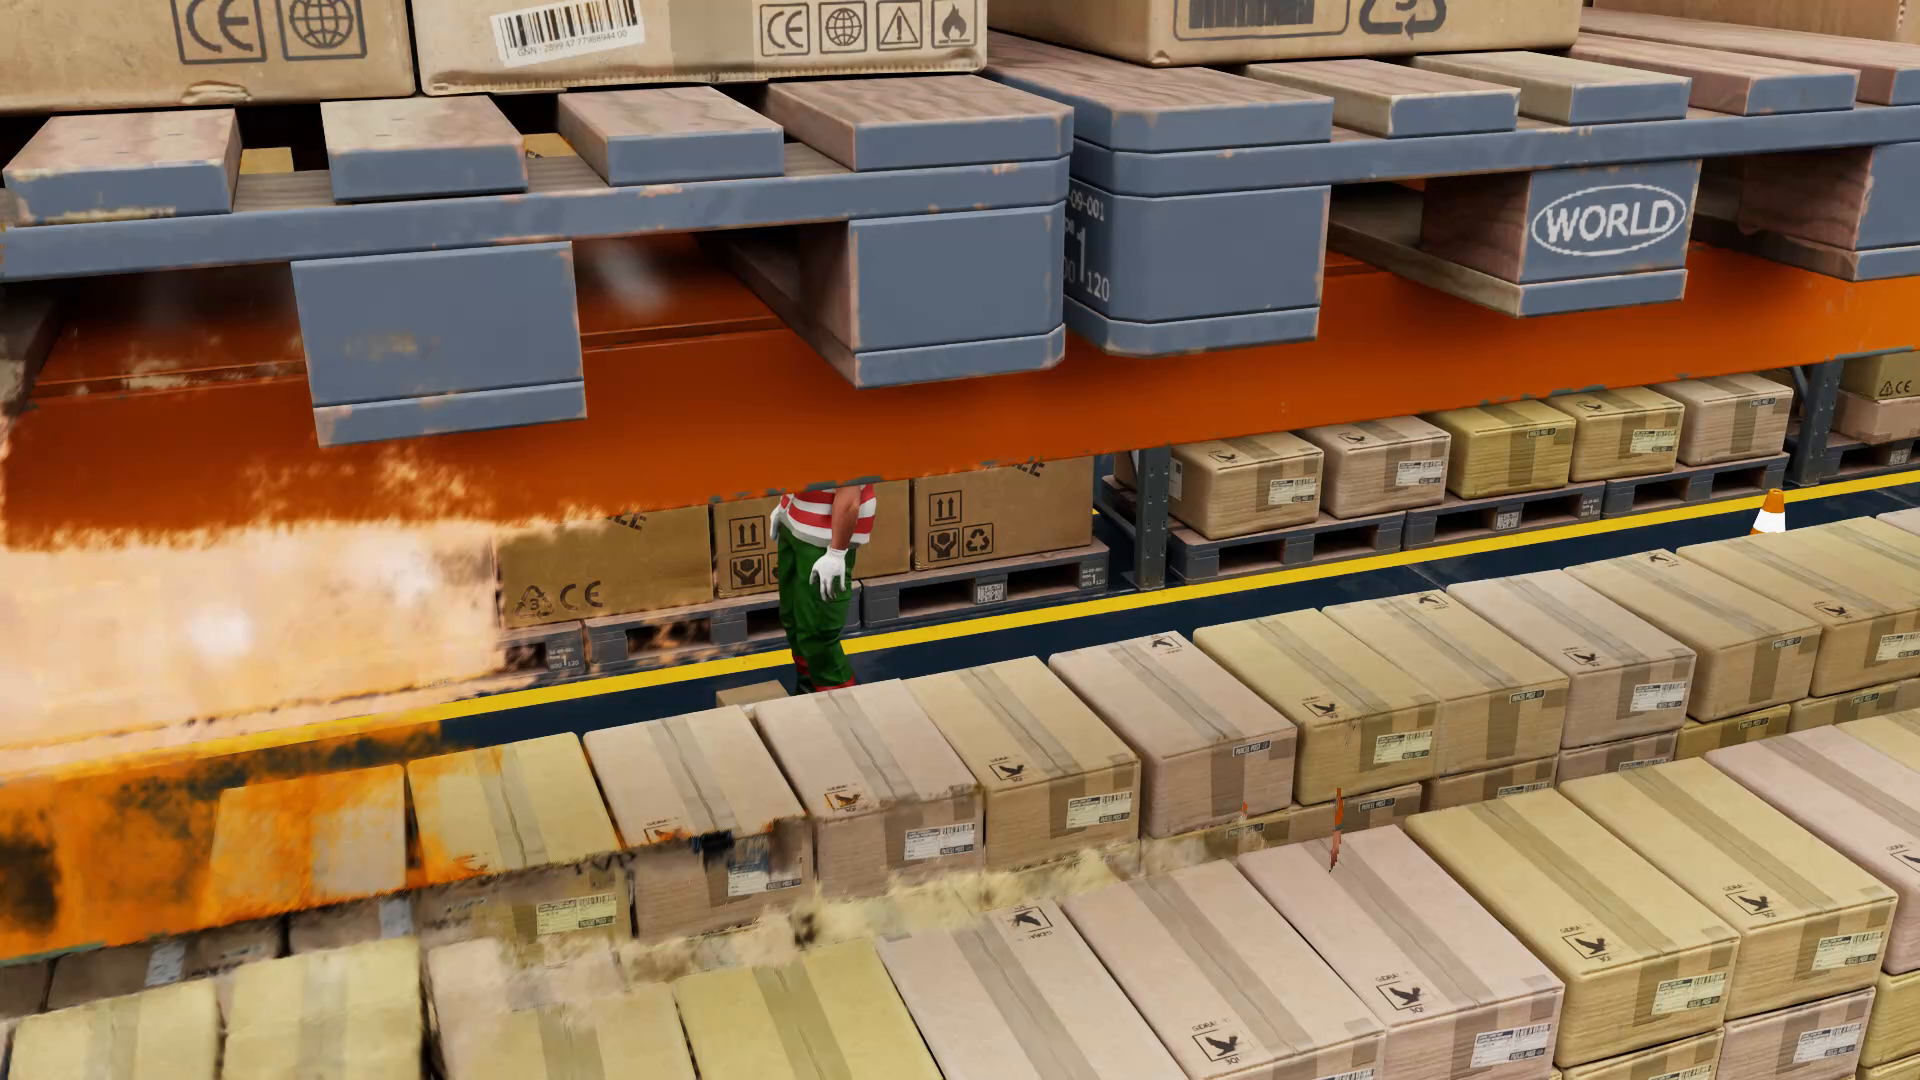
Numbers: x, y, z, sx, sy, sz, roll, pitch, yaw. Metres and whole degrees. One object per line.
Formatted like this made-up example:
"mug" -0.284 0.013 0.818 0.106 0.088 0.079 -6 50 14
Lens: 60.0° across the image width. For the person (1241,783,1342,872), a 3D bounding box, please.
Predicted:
"person" -0.554 -0.016 6.113 0.453 1.777 0.609 -9 24 -22
